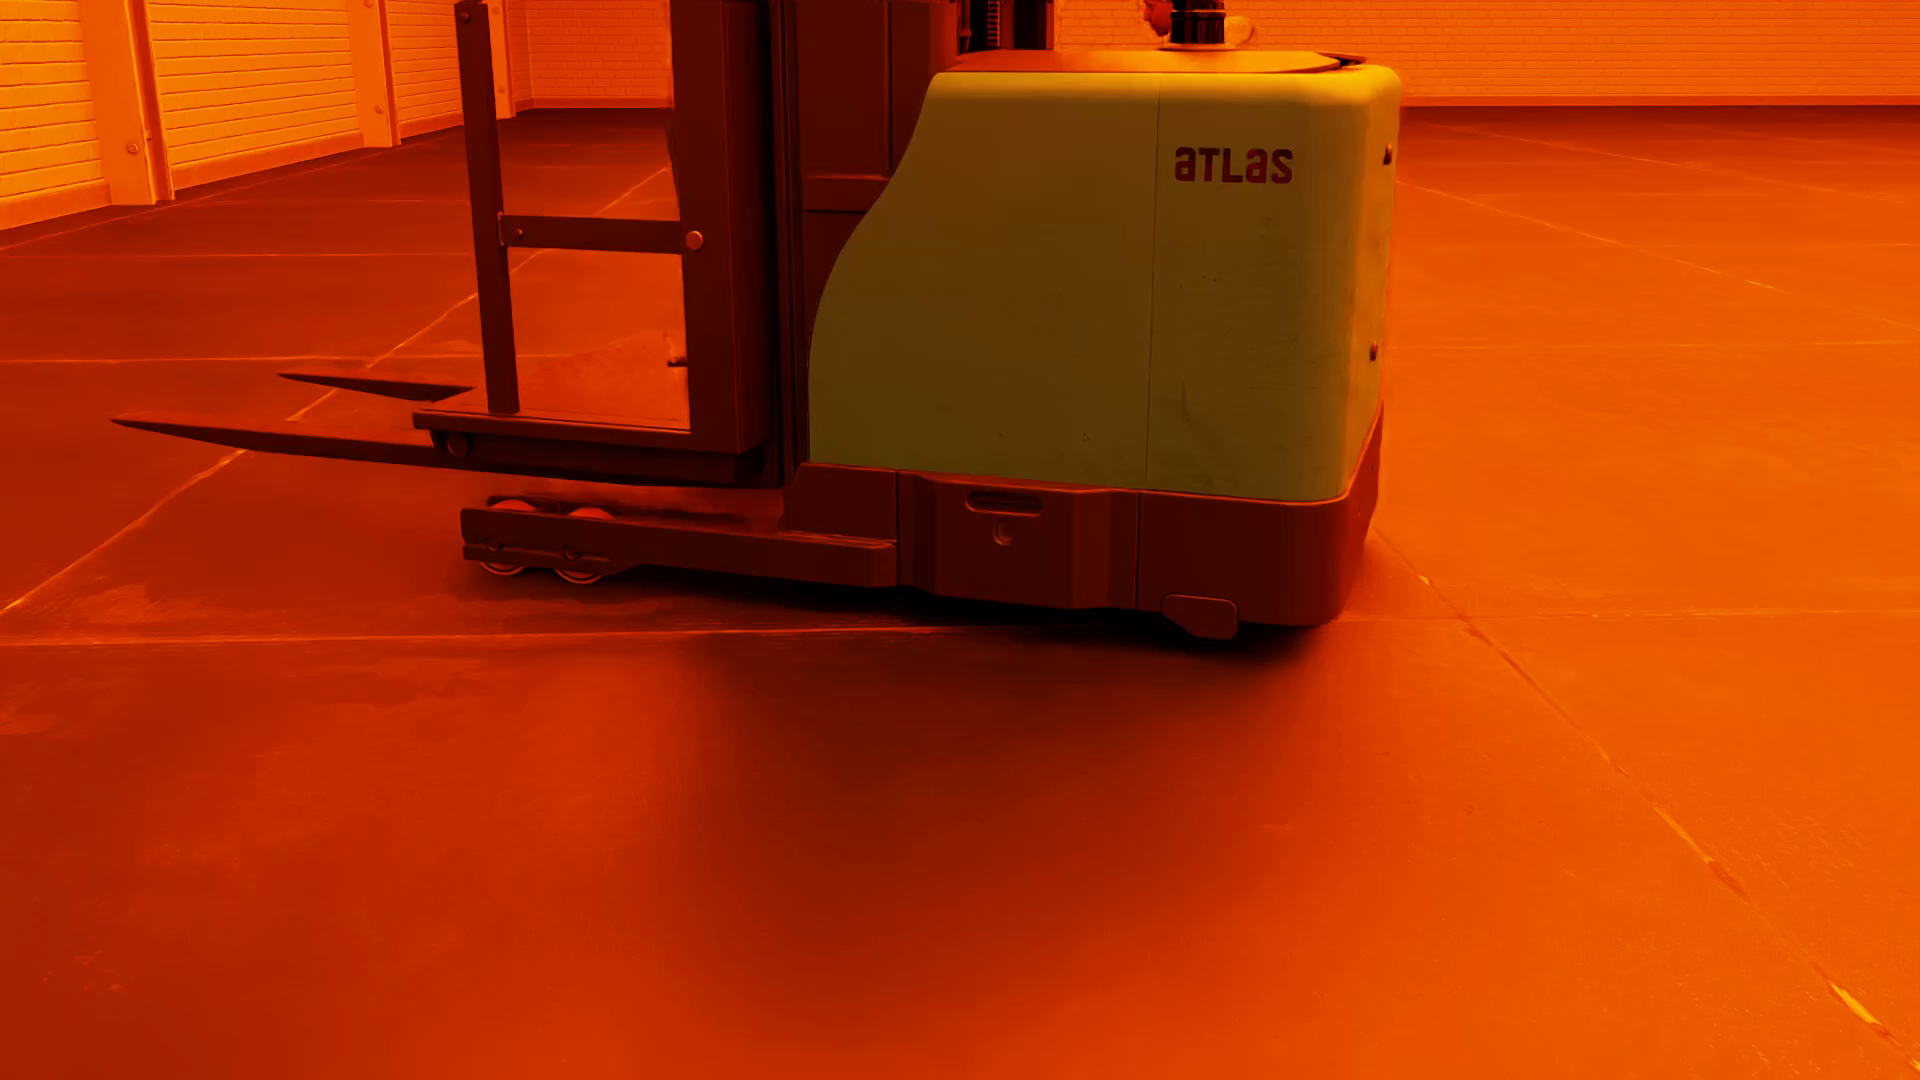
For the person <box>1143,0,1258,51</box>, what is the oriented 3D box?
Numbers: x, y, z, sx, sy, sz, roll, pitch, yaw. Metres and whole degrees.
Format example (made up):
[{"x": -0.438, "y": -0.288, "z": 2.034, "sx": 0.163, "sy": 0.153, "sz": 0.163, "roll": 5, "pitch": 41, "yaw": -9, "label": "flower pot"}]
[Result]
[{"x": 0.736, "y": -1.222, "z": 5.622, "sx": 0.625, "sy": 1.429, "sz": 0.895, "roll": 4, "pitch": 18, "yaw": 14, "label": "person"}]

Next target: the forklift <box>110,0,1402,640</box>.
[{"x": -0.577, "y": -1.445, "z": 3.630, "sx": 3.031, "sy": 2.935, "sz": 1.130, "roll": 5, "pitch": 18, "yaw": 17, "label": "forklift"}]
